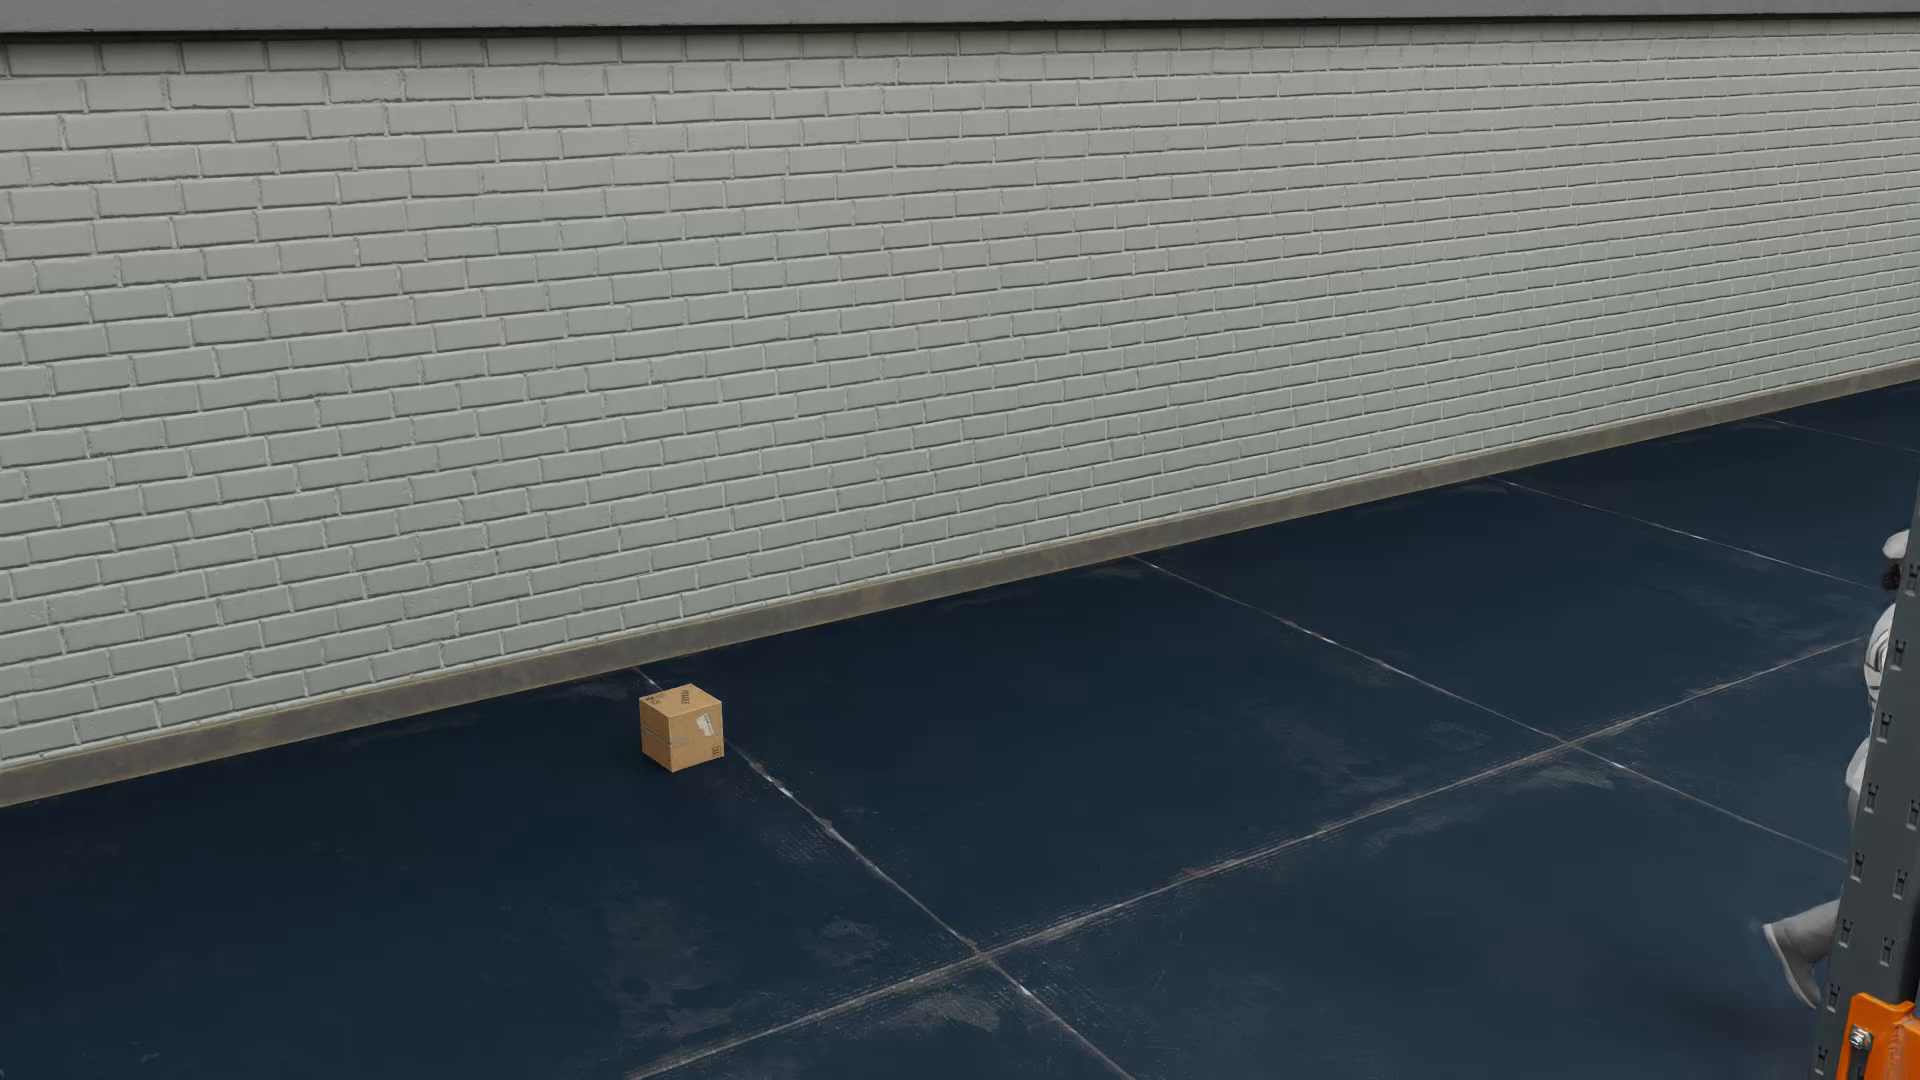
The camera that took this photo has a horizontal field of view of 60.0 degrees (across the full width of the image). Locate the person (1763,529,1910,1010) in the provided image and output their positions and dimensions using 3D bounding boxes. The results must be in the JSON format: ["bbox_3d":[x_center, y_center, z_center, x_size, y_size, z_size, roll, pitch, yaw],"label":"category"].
[{"bbox_3d":[2.662,0.728,4.732,0.527,1.681,0.444,11,21,31],"label":"person"}]
